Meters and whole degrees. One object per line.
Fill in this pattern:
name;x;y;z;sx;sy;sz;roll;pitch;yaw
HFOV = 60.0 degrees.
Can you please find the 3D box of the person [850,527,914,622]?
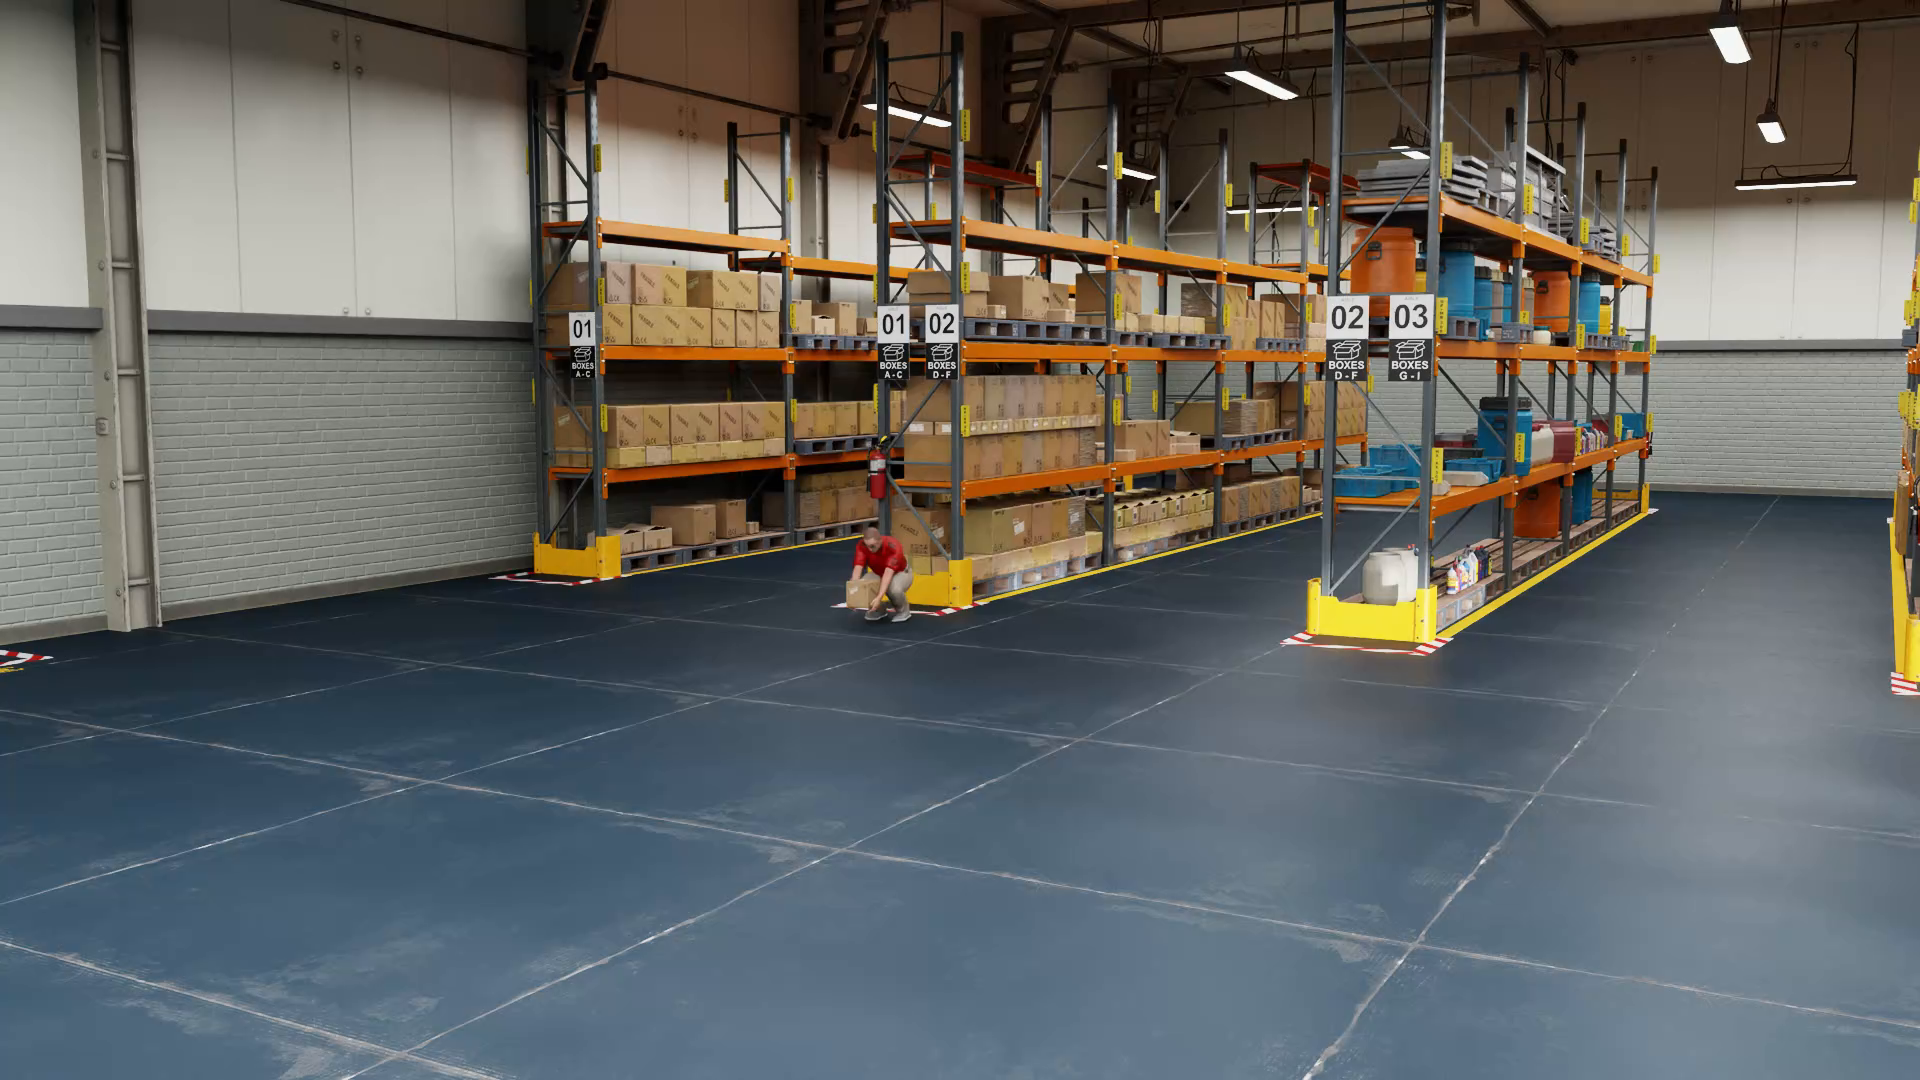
person;-0.788;0.342;16.639;0.540;0.977;0.885;3;7;27
